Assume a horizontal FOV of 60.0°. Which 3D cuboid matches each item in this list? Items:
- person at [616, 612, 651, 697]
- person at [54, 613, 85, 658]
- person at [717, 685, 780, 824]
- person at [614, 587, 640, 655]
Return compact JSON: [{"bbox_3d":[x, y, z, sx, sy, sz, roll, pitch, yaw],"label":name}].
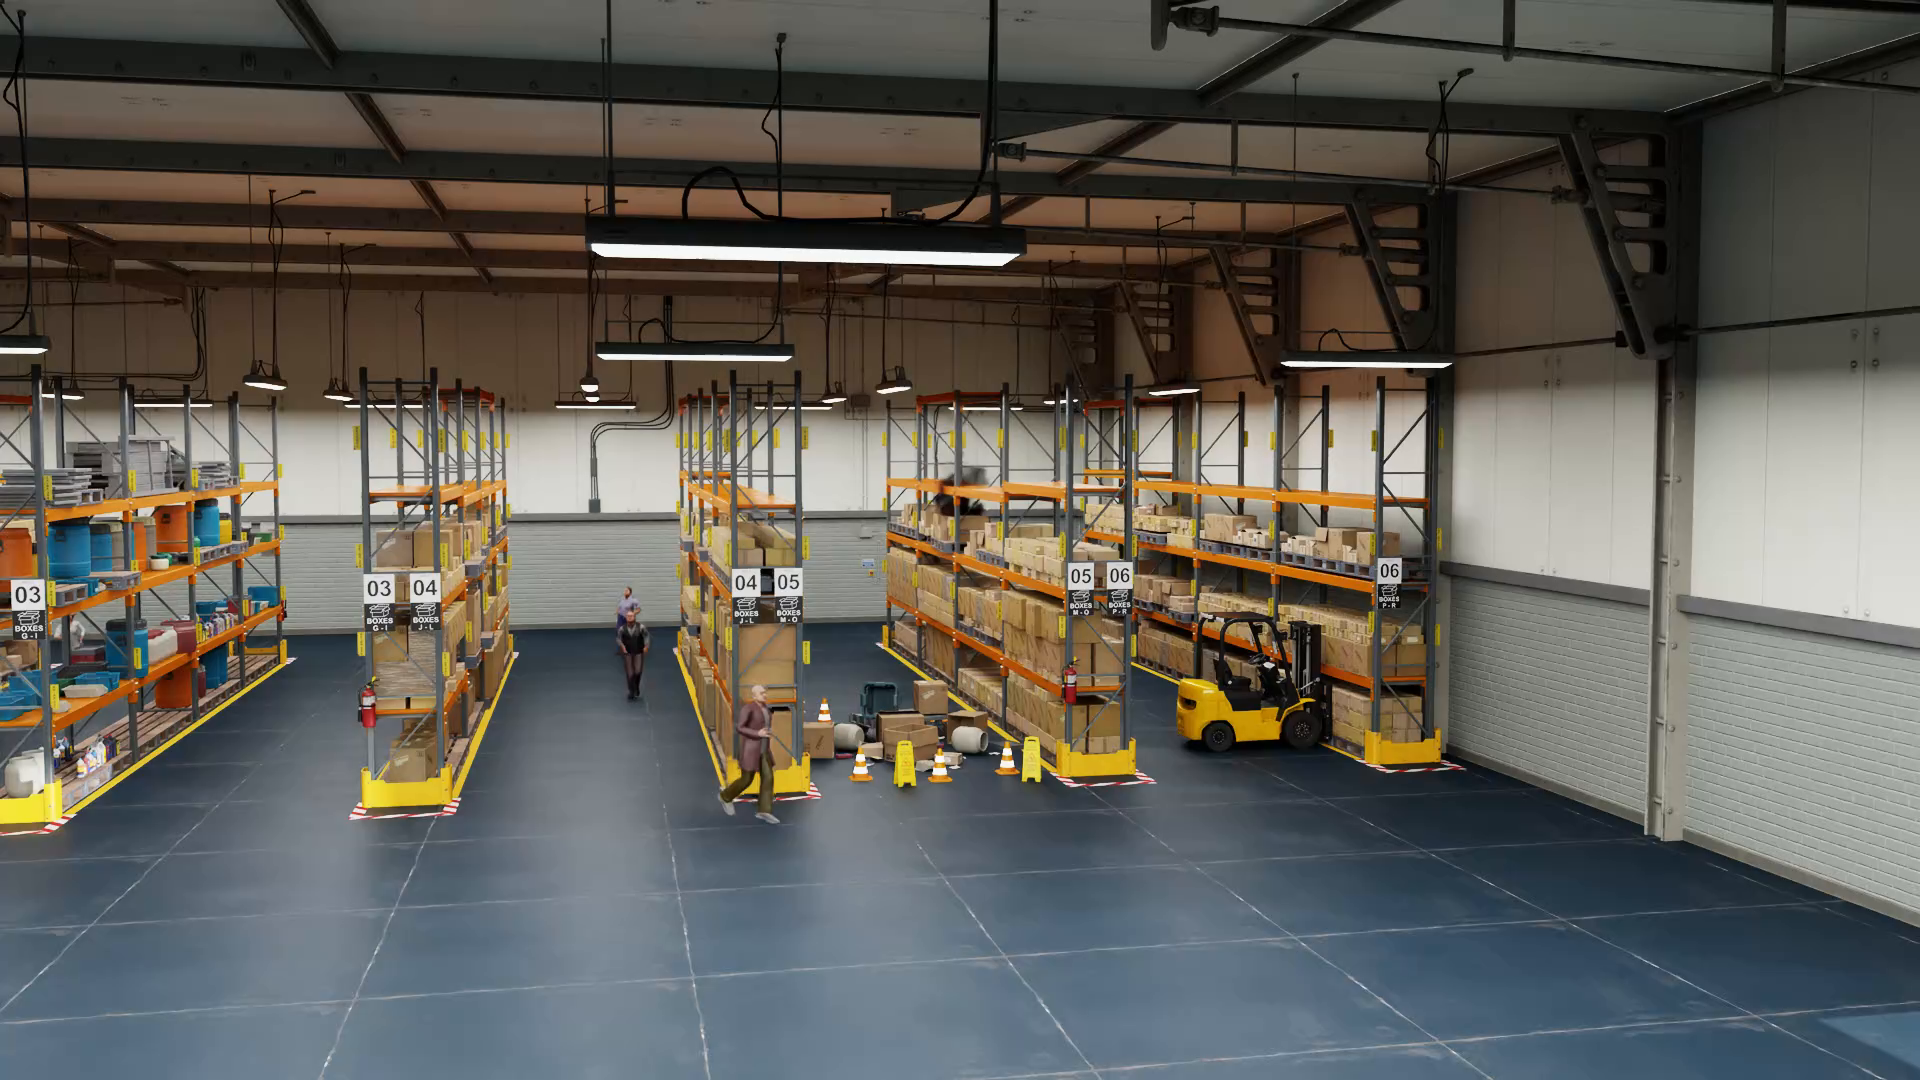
[{"bbox_3d":[-6.357,2.233,32.341,0.672,1.678,0.592,0,3,-7],"label":"person"},{"bbox_3d":[-17.851,2.202,33.336,0.534,1.621,0.824,-1,4,-19],"label":"person"},{"bbox_3d":[-2.724,2.810,21.992,0.967,1.791,0.718,2,4,34],"label":"person"},{"bbox_3d":[-7.794,1.898,39.091,0.643,1.582,0.611,2,4,26],"label":"person"}]
